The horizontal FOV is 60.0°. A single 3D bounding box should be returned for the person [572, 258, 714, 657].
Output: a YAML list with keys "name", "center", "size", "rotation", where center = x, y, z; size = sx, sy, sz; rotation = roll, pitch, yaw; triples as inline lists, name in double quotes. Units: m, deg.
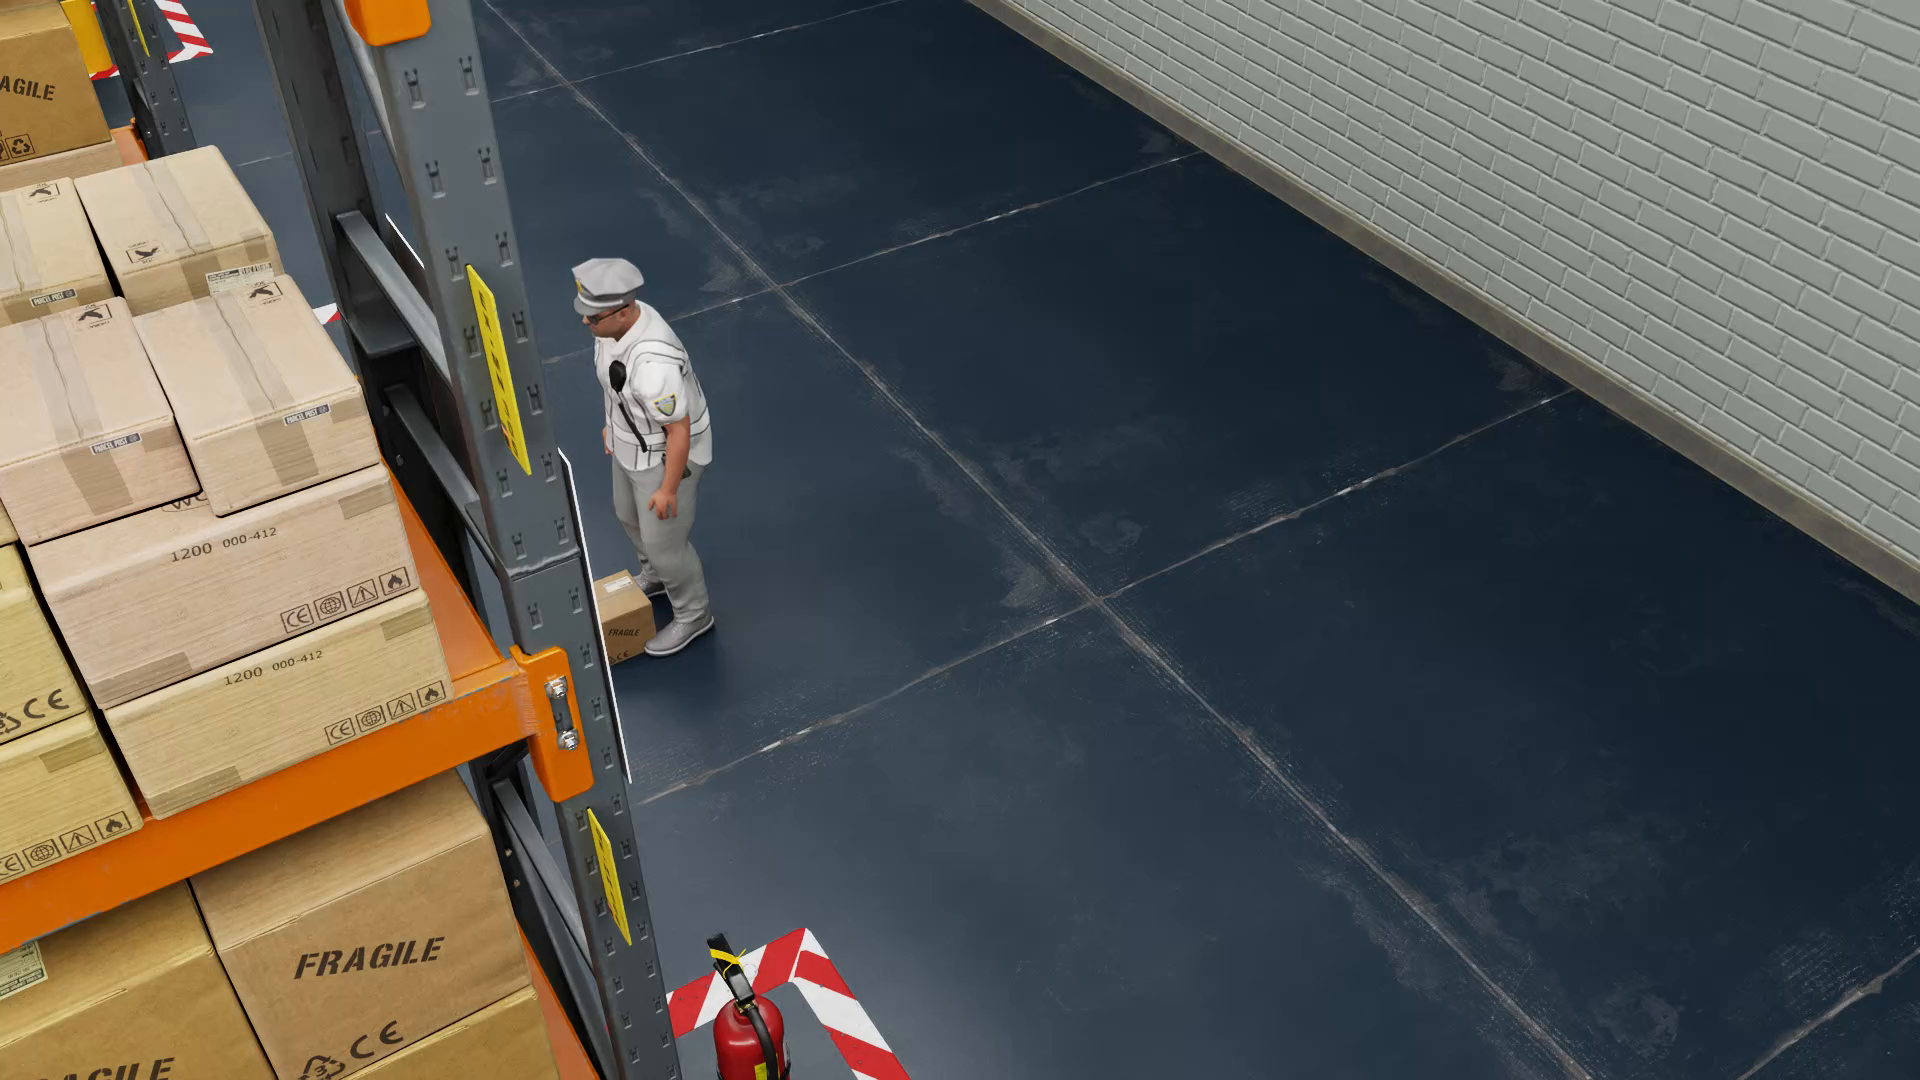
- name: "person"
  center: [-1.212, -0.343, 6.554]
  size: [0.436, 1.747, 0.586]
  rotation: [-22, 45, -24]
